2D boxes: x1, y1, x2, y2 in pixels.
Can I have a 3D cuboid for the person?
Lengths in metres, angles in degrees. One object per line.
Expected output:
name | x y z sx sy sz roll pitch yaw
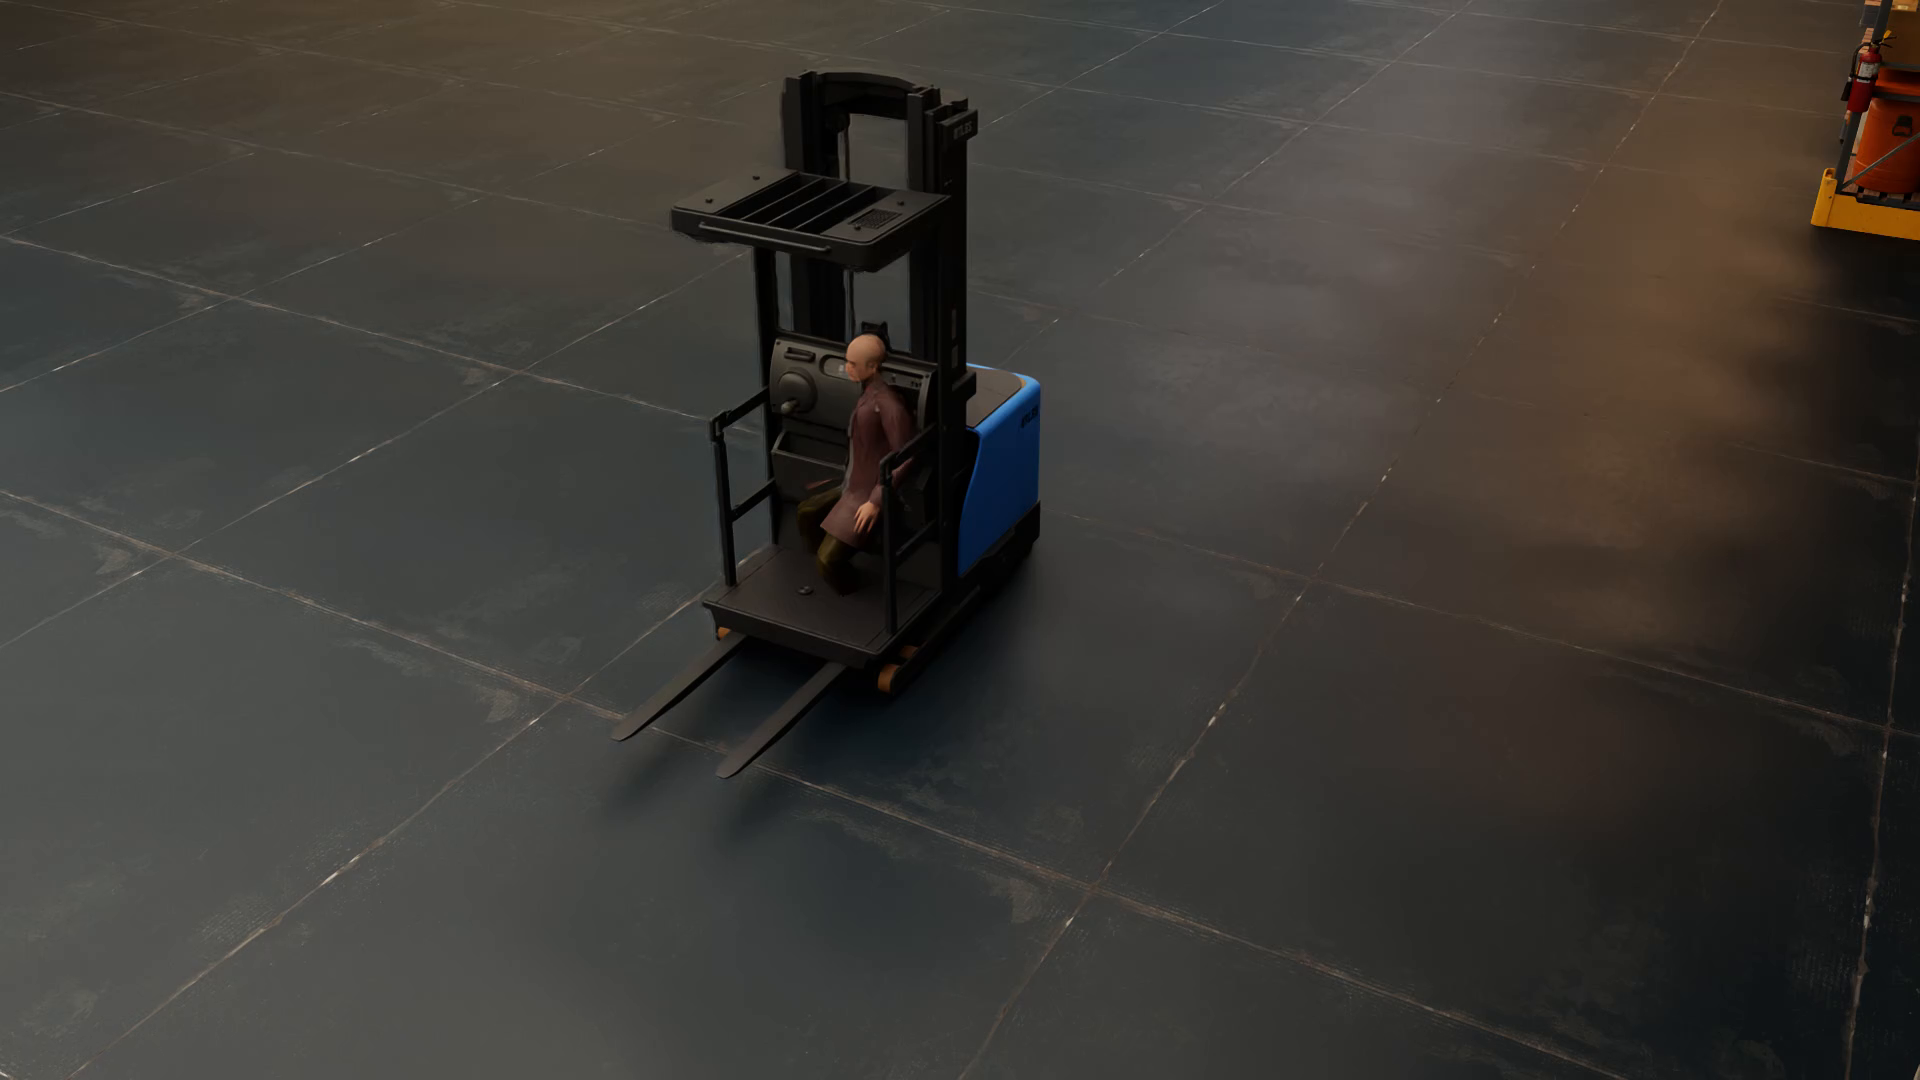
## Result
person | -0.601 -0.247 8.754 0.621 1.751 0.855 -9 31 -16

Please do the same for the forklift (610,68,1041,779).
forklift | -0.662 -0.723 8.324 1.130 2.935 3.031 15 33 24
